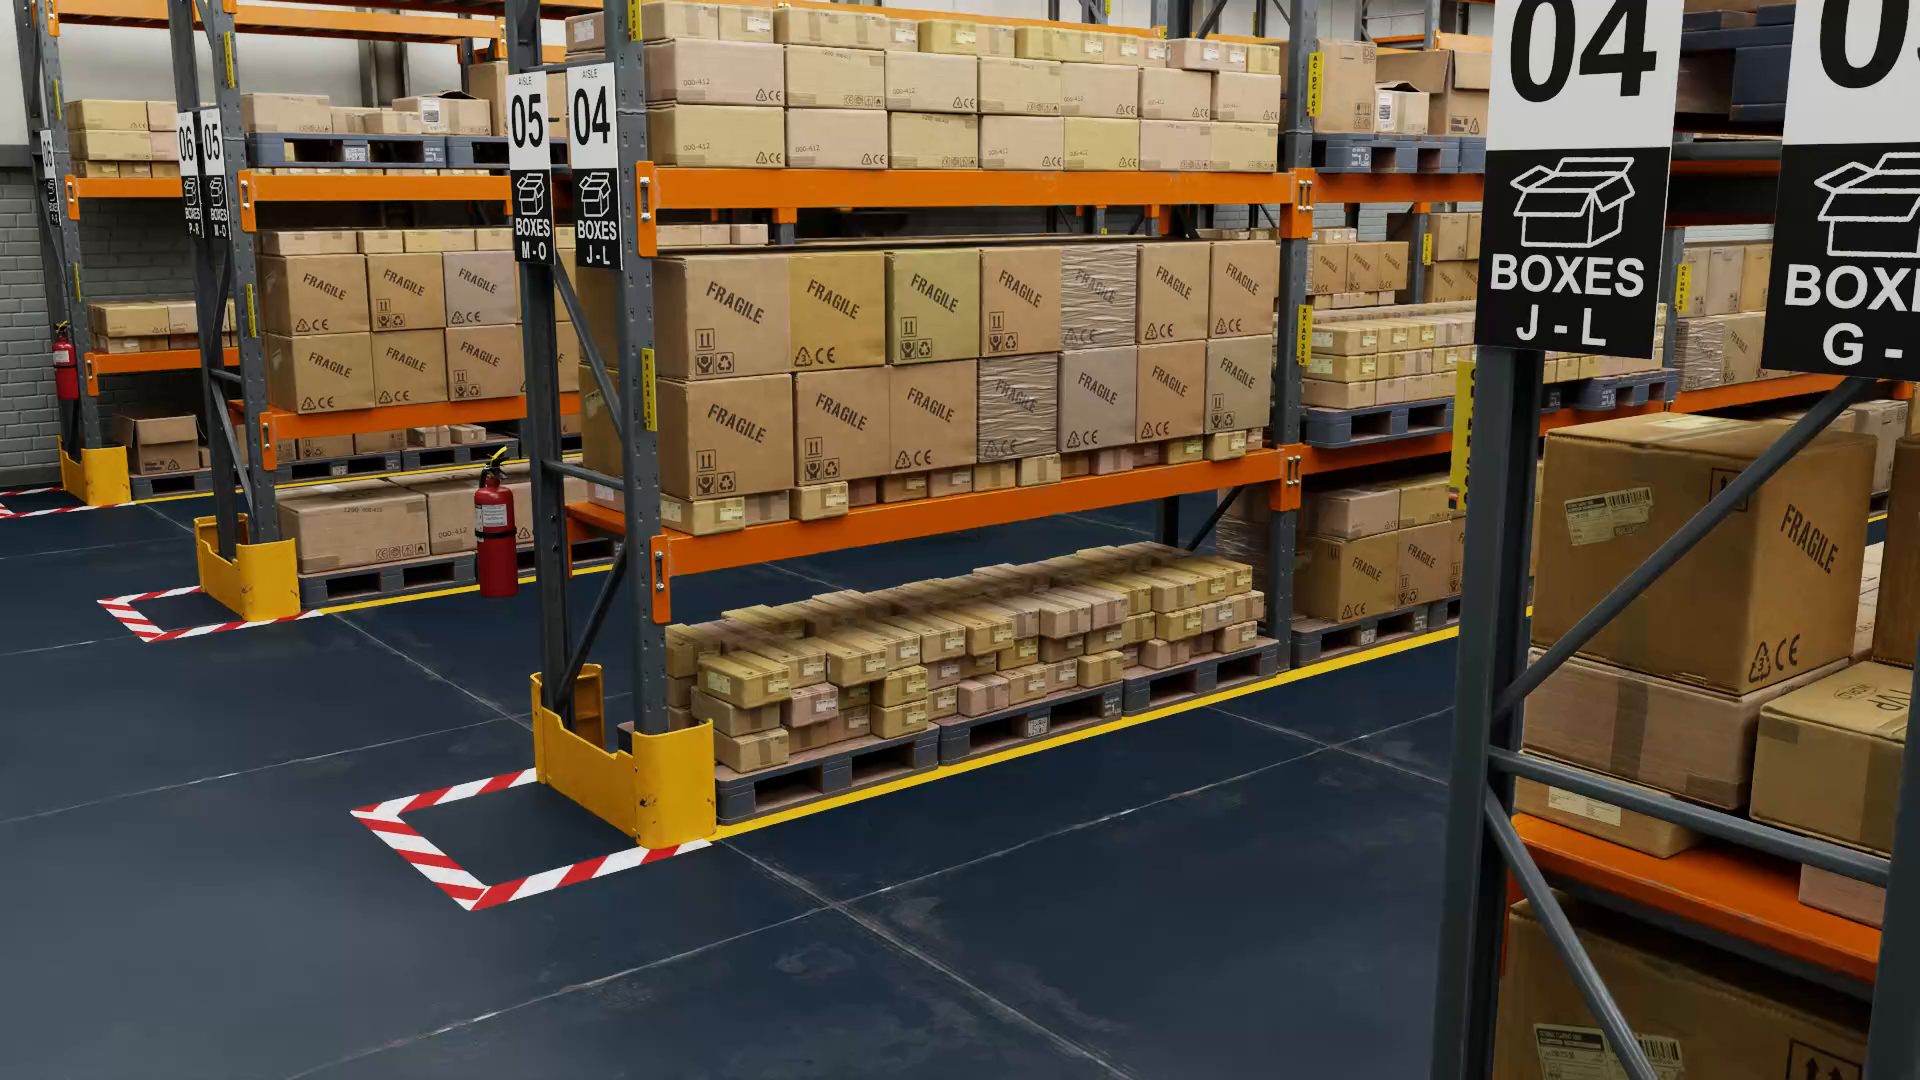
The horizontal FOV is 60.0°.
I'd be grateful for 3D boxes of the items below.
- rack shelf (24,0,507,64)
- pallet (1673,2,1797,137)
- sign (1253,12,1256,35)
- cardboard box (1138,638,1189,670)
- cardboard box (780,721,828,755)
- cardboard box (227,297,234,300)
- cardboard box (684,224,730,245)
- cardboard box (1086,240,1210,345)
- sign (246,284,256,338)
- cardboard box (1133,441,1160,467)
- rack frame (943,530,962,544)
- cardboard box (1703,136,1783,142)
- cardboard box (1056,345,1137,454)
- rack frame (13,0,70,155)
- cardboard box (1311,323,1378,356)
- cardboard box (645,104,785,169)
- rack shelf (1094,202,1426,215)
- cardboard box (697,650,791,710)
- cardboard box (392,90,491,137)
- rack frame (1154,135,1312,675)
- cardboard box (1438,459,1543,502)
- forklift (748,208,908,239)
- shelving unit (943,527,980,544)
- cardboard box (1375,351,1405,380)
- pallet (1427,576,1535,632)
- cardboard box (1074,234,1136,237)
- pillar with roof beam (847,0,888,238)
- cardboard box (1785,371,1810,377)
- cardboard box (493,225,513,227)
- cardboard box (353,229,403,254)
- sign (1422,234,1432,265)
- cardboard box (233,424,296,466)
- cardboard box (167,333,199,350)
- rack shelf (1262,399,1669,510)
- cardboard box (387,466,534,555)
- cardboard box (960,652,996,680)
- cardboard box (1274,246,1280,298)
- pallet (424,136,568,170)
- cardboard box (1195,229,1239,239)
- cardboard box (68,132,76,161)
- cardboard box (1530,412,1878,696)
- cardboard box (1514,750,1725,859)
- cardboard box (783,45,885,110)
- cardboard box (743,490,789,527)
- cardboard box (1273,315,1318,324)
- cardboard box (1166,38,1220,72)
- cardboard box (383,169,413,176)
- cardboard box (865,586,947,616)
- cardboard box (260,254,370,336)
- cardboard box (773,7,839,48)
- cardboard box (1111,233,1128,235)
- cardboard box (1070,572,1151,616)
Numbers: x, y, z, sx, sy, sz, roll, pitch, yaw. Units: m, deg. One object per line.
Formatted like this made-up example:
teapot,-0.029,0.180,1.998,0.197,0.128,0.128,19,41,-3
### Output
rack shelf,-6.298,-4.701,15.341,4.000,0.370,1.077,-9,15,-38
pallet,2.007,-0.970,3.467,1.213,0.211,1.003,-9,15,-38
sign,4.292,-7.496,24.136,0.005,0.325,0.100,-9,15,-38
cardboard box,1.024,0.575,9.050,0.250,0.149,0.380,-10,16,-40
cardboard box,-0.823,0.860,7.709,0.250,0.149,0.380,-10,15,-38
cardboard box,-6.874,-2.165,15.749,0.500,0.250,0.500,-9,15,-36
cardboard box,-1.948,-2.322,12.631,0.250,0.149,0.380,-9,15,-36
cardboard box,0.940,-1.295,8.644,0.500,0.500,0.500,-10,16,-39
sign,-4.414,-1.427,10.352,0.005,0.325,0.100,-9,15,-38
cardboard box,0.839,-0.488,8.812,0.250,0.149,0.380,-10,16,-39
rack frame,-0.060,-0.577,12.957,0.006,1.200,0.240,-9,15,-38
cardboard box,5.756,-3.075,12.278,0.500,0.250,0.500,-9,15,-36
cardboard box,0.542,-0.739,8.431,0.500,0.500,0.500,-10,15,-38
rack frame,-7.860,-4.795,14.044,0.127,3.000,1.000,-9,15,-38
cardboard box,2.133,-1.135,9.413,0.250,0.149,0.380,-8,15,-35
cardboard box,-1.075,-1.676,6.942,0.500,0.250,0.500,-9,15,-36
rack shelf,3.052,-3.468,16.752,4.000,0.370,1.077,-9,15,-38
cardboard box,-0.964,0.619,7.410,0.250,0.149,0.380,-10,16,-40
cardboard box,-3.556,-2.920,11.398,0.500,0.311,0.500,-9,15,-37
rack frame,1.539,-0.785,9.603,0.127,3.000,1.000,-9,15,-38
cardboard box,3.497,-0.391,10.952,0.500,0.250,0.500,-9,15,-36
forklift,-1.165,-2.060,15.771,3.031,2.935,1.130,-9,15,-38
shelving unit,0.011,-0.589,13.013,0.189,1.200,0.258,-9,15,-38
cardboard box,2.335,-1.023,9.604,0.250,0.149,0.380,-10,15,-39
pallet,3.099,0.319,11.119,1.213,0.211,1.003,-9,15,-38
cardboard box,1.250,-2.522,15.137,0.500,0.500,0.500,-10,16,-39
pillar with roof beam,1.531,-5.450,17.129,0.400,9.000,9.100,-9,15,-38
cardboard box,6.361,-1.563,13.029,0.500,0.500,0.500,-10,15,-38
cardboard box,-3.242,-2.236,12.230,0.250,0.149,0.380,-9,15,-37
cardboard box,-3.871,-1.973,10.988,0.250,0.149,0.380,-9,15,-36
sign,4.964,-3.089,17.669,0.005,0.325,0.100,-9,15,-38
cardboard box,-6.631,-1.011,15.677,0.500,0.500,0.700,-9,15,-35
cardboard box,-7.079,-1.816,15.062,0.250,0.149,0.380,-10,15,-38
rack shelf,3.100,-0.692,10.900,4.000,0.370,1.077,-9,15,-38
cardboard box,-3.594,-0.230,12.146,0.875,0.438,0.875,-9,15,-36
cardboard box,-0.029,0.572,8.352,0.250,0.149,0.380,-8,15,-35
cardboard box,2.800,-2.653,16.433,0.500,0.500,0.500,-9,15,-37
pallet,-3.230,-2.737,11.787,1.213,0.211,1.003,-9,15,-38
cardboard box,2.592,-3.069,16.830,0.250,0.149,0.380,-10,16,-40
cardboard box,-7.683,-3.501,14.820,0.500,0.250,0.500,-10,15,-39
cardboard box,1.651,0.007,3.714,0.500,0.500,0.500,-9,15,-37
cardboard box,1.507,0.575,3.804,0.250,0.149,0.380,-9,15,-37
cardboard box,-0.673,-1.987,7.200,0.500,0.250,0.500,-10,15,-38
cardboard box,-0.954,-0.171,7.320,0.250,0.149,0.380,-9,15,-36
cardboard box,1.939,-1.277,10.083,0.250,0.149,0.380,-10,16,-39
cardboard box,1.101,-2.459,8.463,0.250,0.149,0.380,-9,15,-38
cardboard box,-5.436,-3.533,15.929,0.250,0.149,0.380,-10,15,-38
cardboard box,-0.283,0.362,8.624,0.250,0.149,0.380,-10,16,-40
cardboard box,-4.203,-1.610,10.839,0.500,0.500,0.500,-10,15,-39
cardboard box,-0.722,-2.158,7.046,0.250,0.149,0.380,-9,15,-38
cardboard box,2.147,-4.124,22.812,0.250,0.149,0.380,-10,15,-39
cardboard box,0.807,0.296,8.935,0.250,0.149,0.380,-9,15,-36
